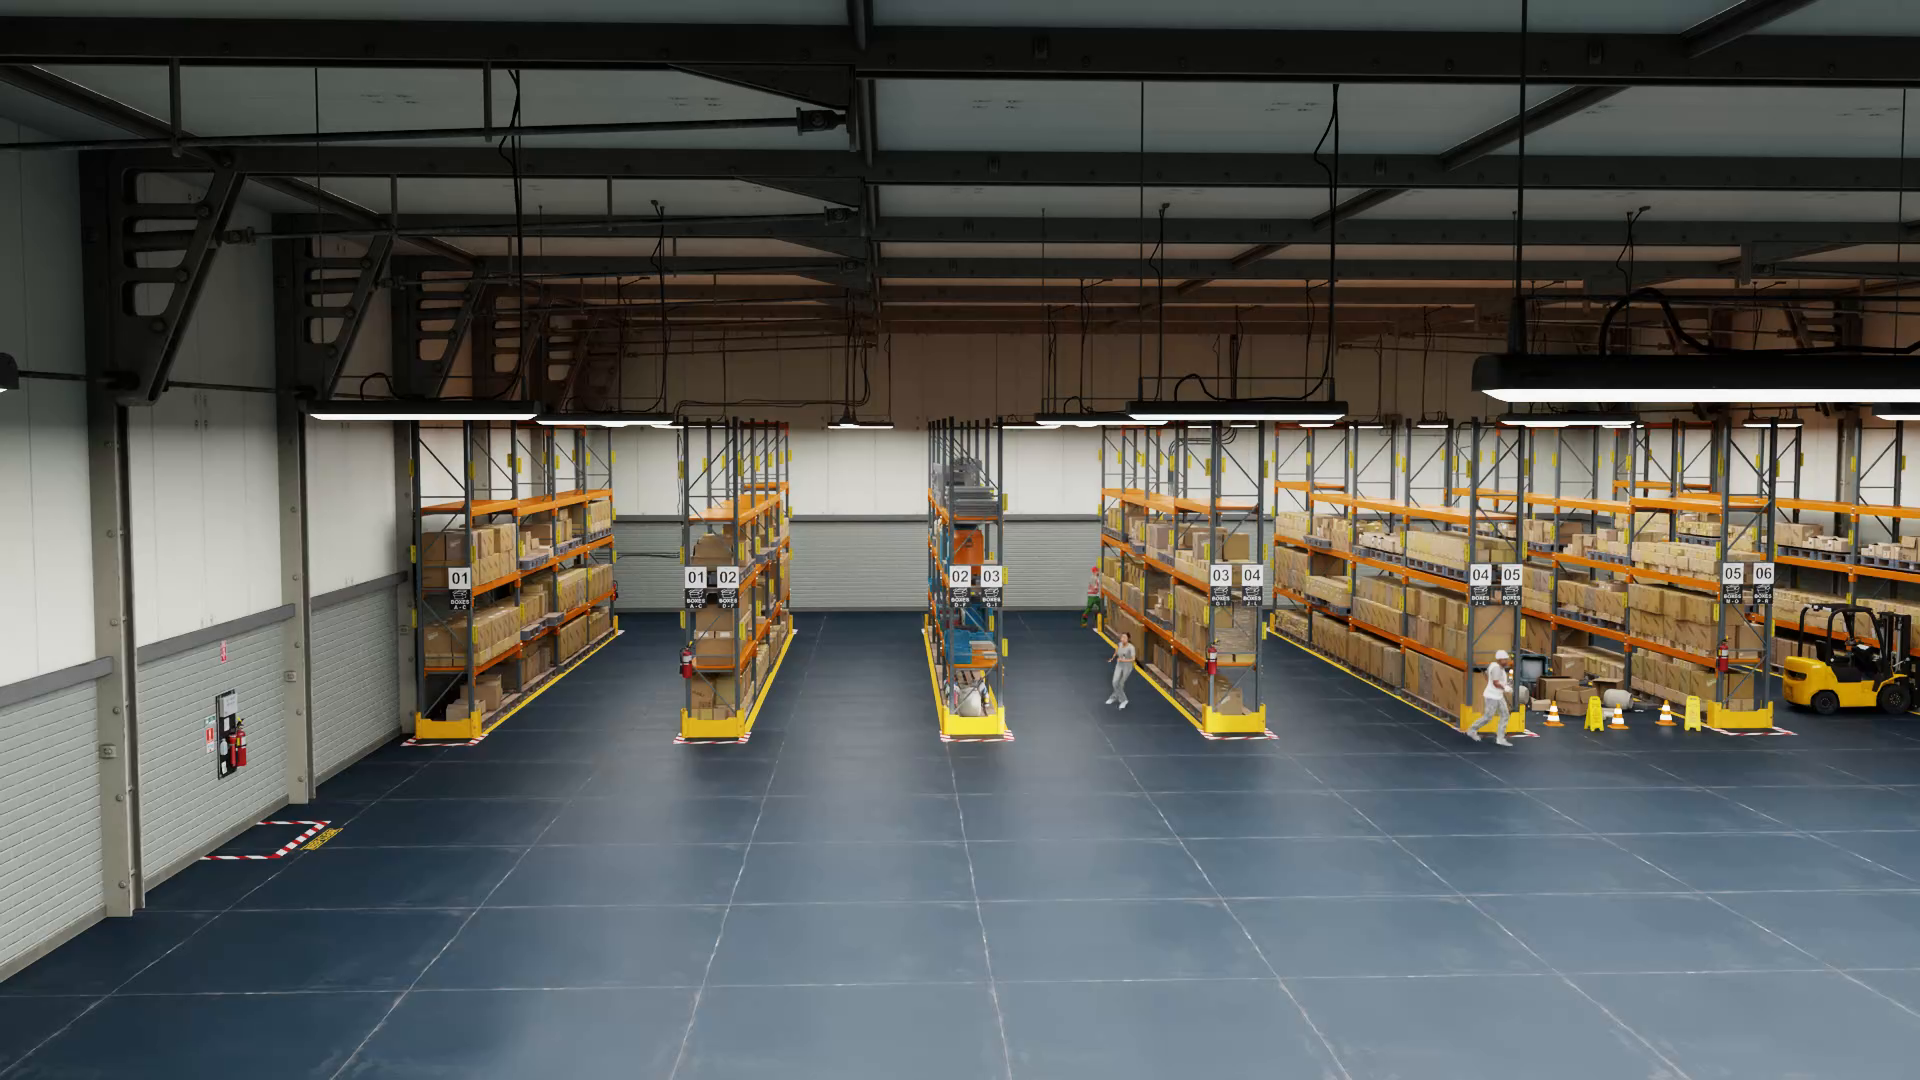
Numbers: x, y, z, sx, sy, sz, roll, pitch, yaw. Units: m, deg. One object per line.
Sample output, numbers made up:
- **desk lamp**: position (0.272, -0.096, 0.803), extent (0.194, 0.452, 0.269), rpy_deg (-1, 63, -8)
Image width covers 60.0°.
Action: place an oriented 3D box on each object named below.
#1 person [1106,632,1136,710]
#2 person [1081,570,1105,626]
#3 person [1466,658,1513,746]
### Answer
- **person**: position (3.334, 2.668, 34.409), extent (0.740, 1.602, 0.687), rpy_deg (2, 4, 25)
- **person**: position (3.909, 1.675, 48.557), extent (0.707, 1.731, 0.610), rpy_deg (1, 4, 17)
- **person**: position (9.625, 2.929, 30.225), extent (0.859, 1.623, 0.643), rpy_deg (2, 4, 30)
